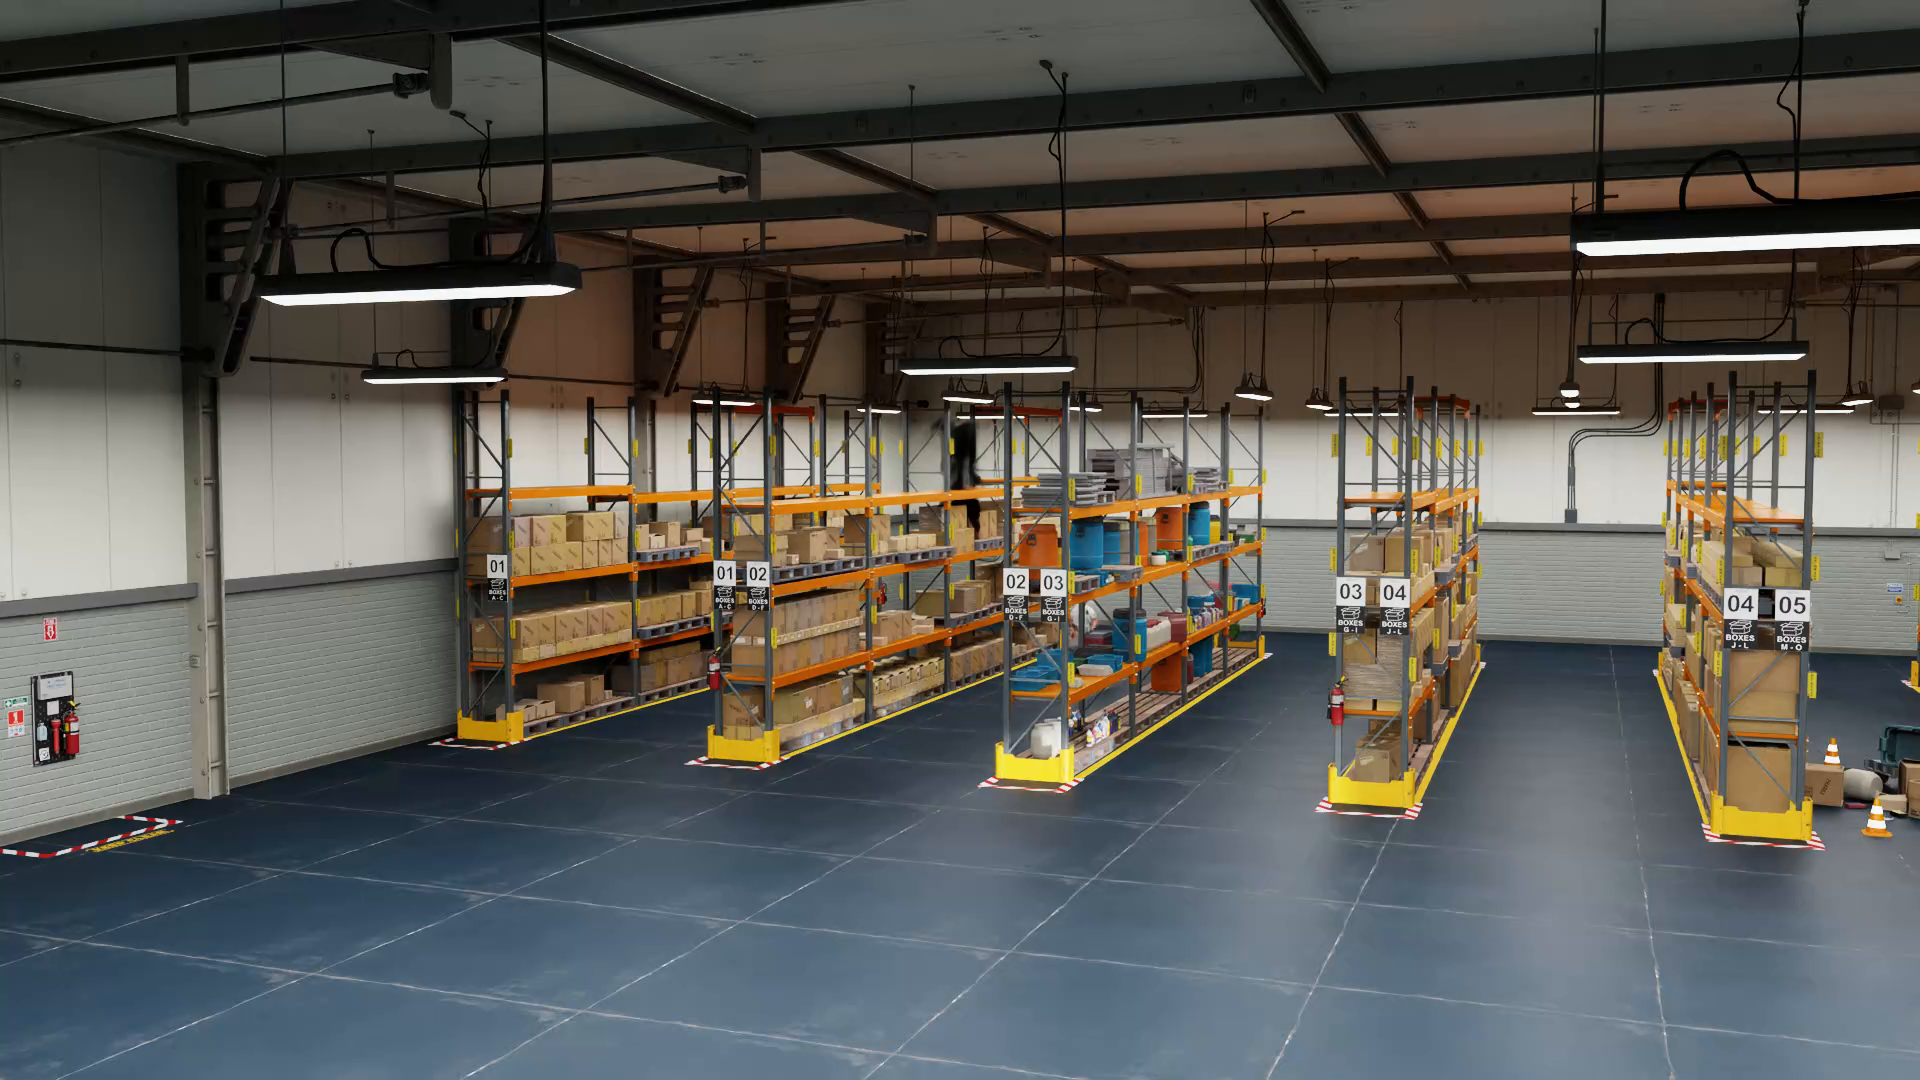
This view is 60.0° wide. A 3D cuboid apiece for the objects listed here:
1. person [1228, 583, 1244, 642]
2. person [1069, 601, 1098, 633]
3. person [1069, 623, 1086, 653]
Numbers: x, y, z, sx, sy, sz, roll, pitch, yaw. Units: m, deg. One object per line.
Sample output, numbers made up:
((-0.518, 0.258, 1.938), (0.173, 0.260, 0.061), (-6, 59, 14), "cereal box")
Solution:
((6.739, 1.900, 41.220), (0.818, 1.676, 0.636), (0, 3, -6), "person")
((2.748, 2.081, 37.475), (0.664, 1.738, 0.599), (1, 3, 15), "person")
((2.391, 2.416, 33.146), (0.600, 1.591, 0.948), (2, 4, 33), "person")
